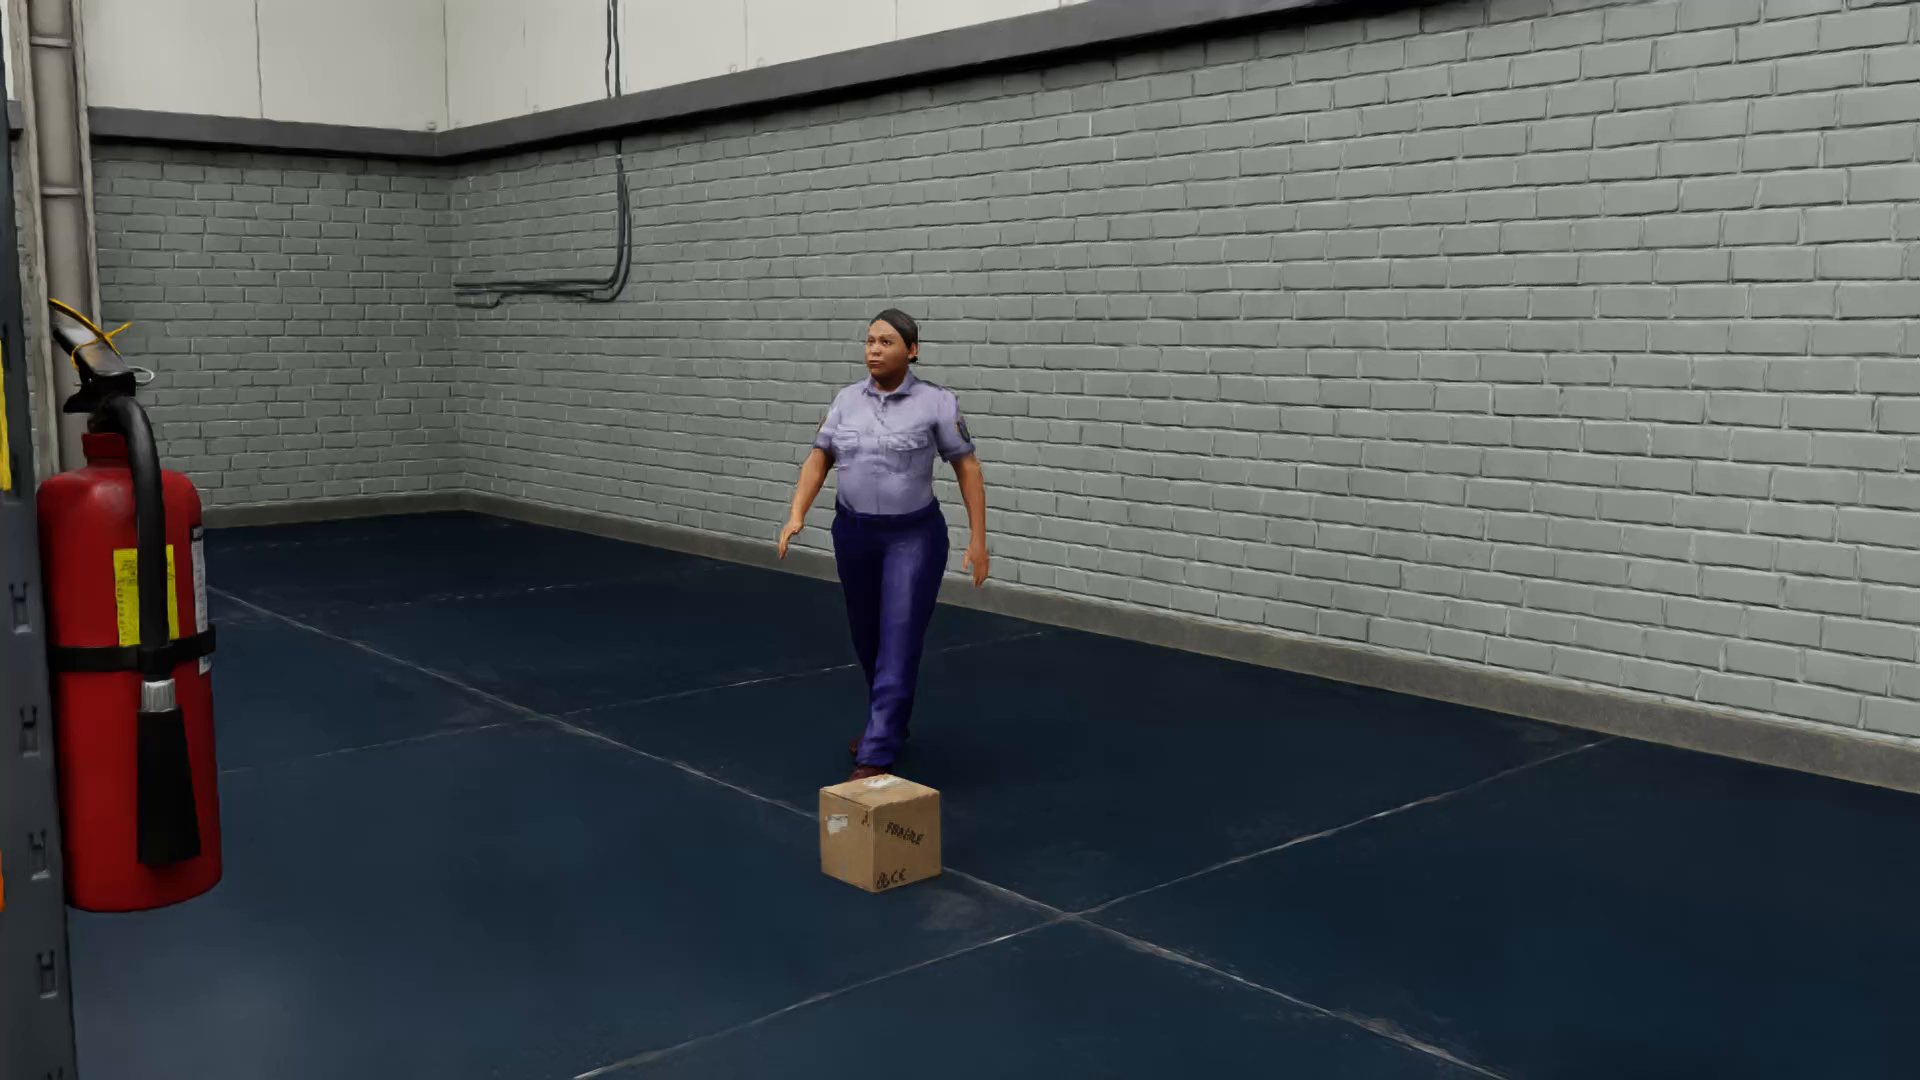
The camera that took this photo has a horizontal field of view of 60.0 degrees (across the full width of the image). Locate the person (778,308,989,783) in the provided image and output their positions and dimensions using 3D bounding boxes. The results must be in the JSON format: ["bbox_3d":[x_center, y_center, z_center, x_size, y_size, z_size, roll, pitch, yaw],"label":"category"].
[{"bbox_3d":[-0.255,0.023,5.659,0.629,1.599,0.940,3,8,22],"label":"person"}]
